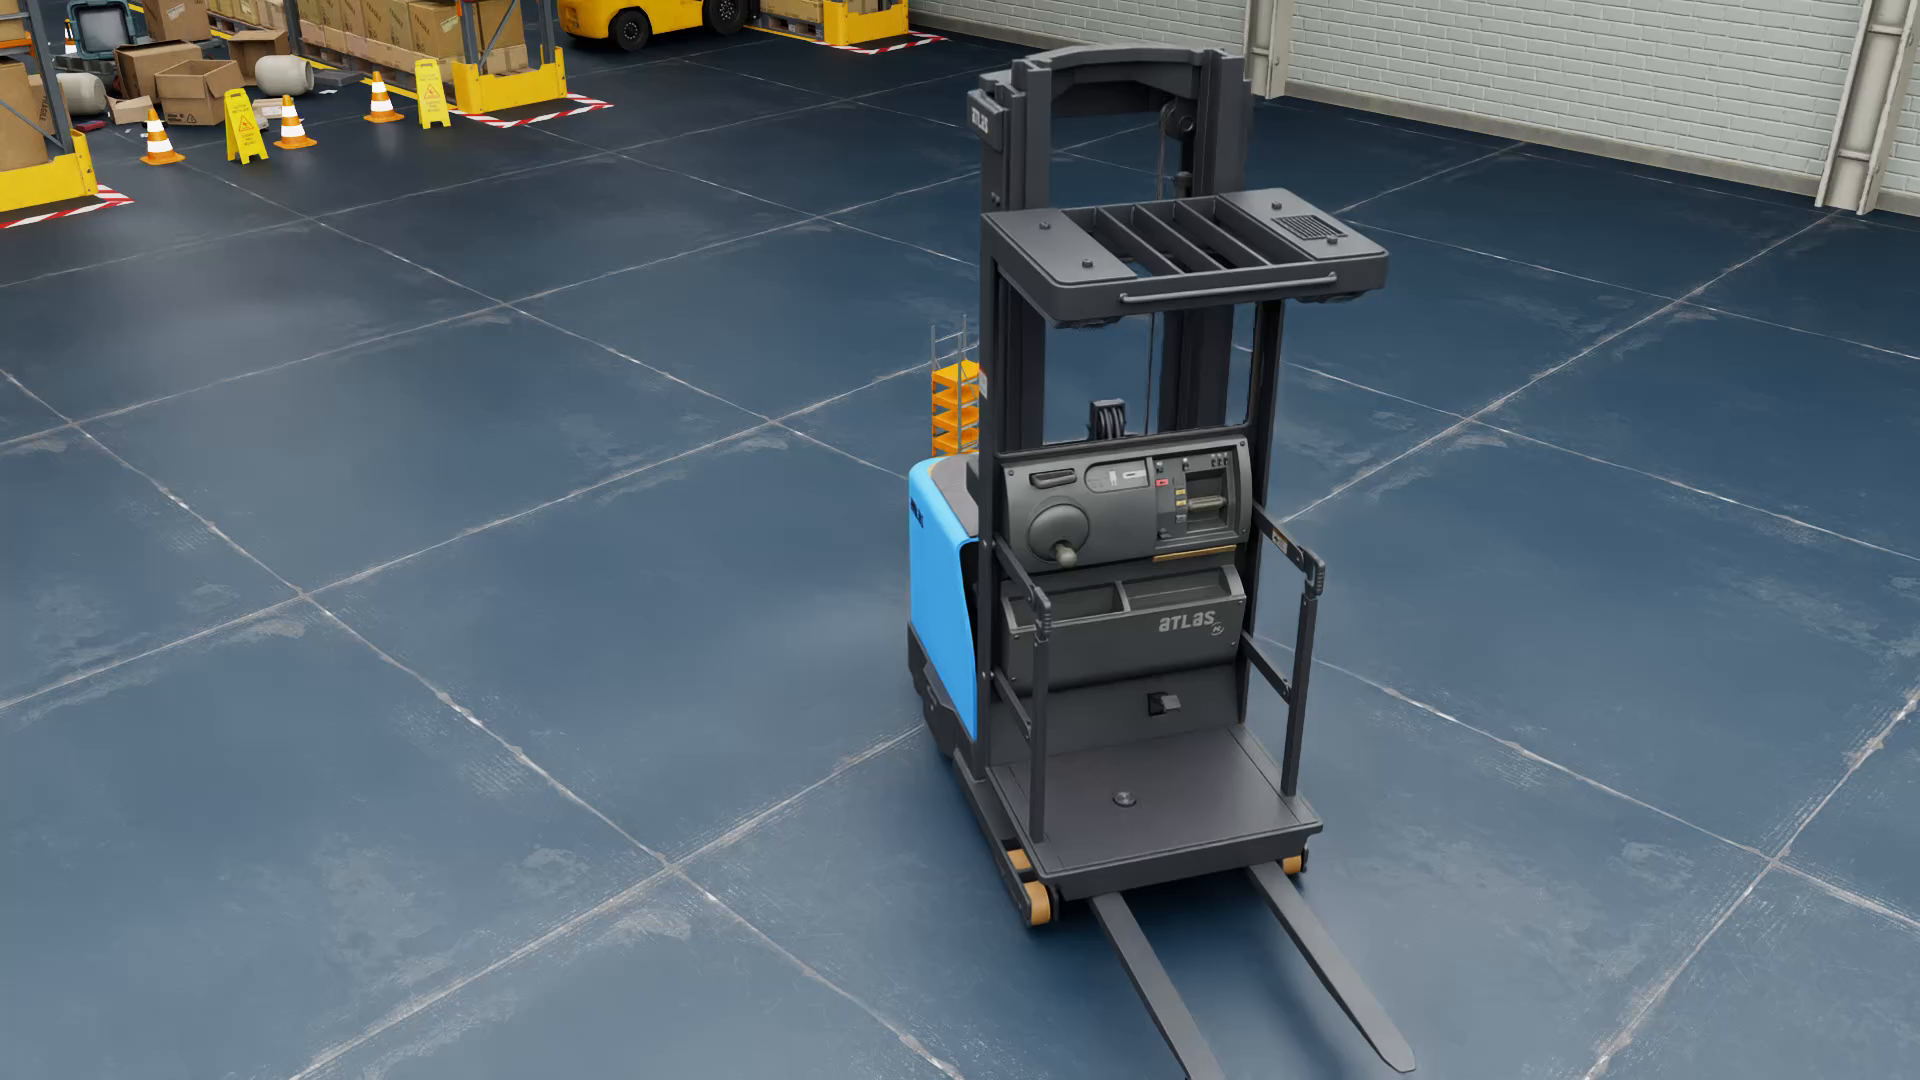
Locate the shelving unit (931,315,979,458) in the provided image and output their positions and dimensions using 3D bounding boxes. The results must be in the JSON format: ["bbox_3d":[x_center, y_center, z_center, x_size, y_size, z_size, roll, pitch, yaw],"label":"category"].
[{"bbox_3d":[0.010,-0.526,8.462,0.189,1.200,0.258,25,36,38],"label":"shelving unit"}]

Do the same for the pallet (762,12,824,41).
[{"bbox_3d":[-1.742,-6.553,20.986,1.213,0.211,1.003,25,36,38],"label":"pallet"}]

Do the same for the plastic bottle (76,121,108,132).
[{"bbox_3d":[-8.614,-4.117,16.514,0.133,0.061,0.283,12,30,22],"label":"plastic bottle"}]

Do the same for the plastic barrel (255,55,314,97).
[{"bbox_3d":[-7.179,-4.935,17.680,0.512,0.421,0.421,-3,28,-5],"label":"plastic barrel"}]

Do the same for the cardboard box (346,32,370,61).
[{"bbox_3d":[-6.497,-5.553,18.590,0.500,0.250,0.500,24,36,38],"label":"cardboard box"}]

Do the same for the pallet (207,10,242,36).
[{"bbox_3d":[-8.927,-6.626,21.124,1.213,0.211,1.003,25,36,38],"label":"pallet"}]

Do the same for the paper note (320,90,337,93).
[{"bbox_3d":[-6.802,-4.836,17.914,0.148,0.019,0.142,12,30,22],"label":"paper note"}]

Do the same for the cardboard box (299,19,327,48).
[{"bbox_3d":[-7.265,-5.895,19.242,0.500,0.250,0.500,23,35,36],"label":"cardboard box"}]

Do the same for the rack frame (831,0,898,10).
[{"bbox_3d":[-1.167,-7.552,19.889,0.127,3.000,1.000,25,36,38],"label":"rack frame"}]

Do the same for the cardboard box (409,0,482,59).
[{"bbox_3d":[-5.399,-5.379,17.454,0.500,0.500,0.500,25,37,39],"label":"cardboard box"}]

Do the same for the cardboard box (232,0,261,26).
[{"bbox_3d":[-8.388,-6.635,20.518,0.950,0.372,0.625,-23,35,-36],"label":"cardboard box"}]

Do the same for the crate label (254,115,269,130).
[{"bbox_3d":[-6.995,-4.105,16.410,0.298,0.136,0.250,7,29,13],"label":"crate label"}]

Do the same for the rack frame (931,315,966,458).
[{"bbox_3d":[-0.055,-0.556,8.519,0.006,1.200,0.240,25,36,38],"label":"rack frame"}]

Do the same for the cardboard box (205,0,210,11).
[{"bbox_3d":[-9.421,-7.111,21.422,0.625,0.372,0.950,24,36,37],"label":"cardboard box"}]

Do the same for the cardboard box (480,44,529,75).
[{"bbox_3d":[-5.026,-5.227,17.971,0.500,0.250,0.500,24,36,38],"label":"cardboard box"}]

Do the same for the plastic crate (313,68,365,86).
[{"bbox_3d":[-6.952,-5.132,18.424,0.583,0.080,0.402,12,30,22],"label":"plastic crate"}]

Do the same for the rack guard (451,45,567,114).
[{"bbox_3d":[-4.699,-4.822,17.383,0.348,0.500,1.175,25,36,38],"label":"rack guard"}]

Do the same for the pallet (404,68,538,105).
[{"bbox_3d":[-5.253,-4.971,17.976,1.213,0.211,1.003,25,36,38],"label":"pallet"}]

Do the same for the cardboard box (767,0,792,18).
[{"bbox_3d":[-2.072,-6.735,20.838,0.500,0.250,0.500,25,36,38],"label":"cardboard box"}]

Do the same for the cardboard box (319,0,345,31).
[{"bbox_3d":[-6.875,-6.056,18.742,0.500,0.500,0.500,-24,36,-37],"label":"cardboard box"}]

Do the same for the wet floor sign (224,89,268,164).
[{"bbox_3d":[-6.634,-3.833,15.347,0.232,0.644,0.267,18,33,30],"label":"wet floor sign"}]

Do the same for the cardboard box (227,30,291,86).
[{"bbox_3d":[-7.687,-5.302,18.293,0.500,0.500,0.500,-3,28,-5],"label":"cardboard box"}]

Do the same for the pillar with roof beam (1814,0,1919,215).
[{"bbox_3d":[4.507,-5.389,9.330,0.400,9.000,9.100,25,36,38],"label":"pillar with roof beam"}]

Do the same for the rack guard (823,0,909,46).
[{"bbox_3d":[-1.150,-6.438,20.456,0.348,0.500,1.175,25,36,38],"label":"rack guard"}]

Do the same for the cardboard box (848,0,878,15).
[{"bbox_3d":[-1.380,-6.746,20.859,0.500,0.250,0.500,25,37,39],"label":"cardboard box"}]

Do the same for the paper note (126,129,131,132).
[{"bbox_3d":[-8.220,-4.043,16.428,0.032,0.001,0.123,-7,29,-14],"label":"paper note"}]

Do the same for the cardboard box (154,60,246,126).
[{"bbox_3d":[-7.672,-4.531,16.827,0.637,0.503,0.797,2,28,4],"label":"cardboard box"}]

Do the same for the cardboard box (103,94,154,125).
[{"bbox_3d":[-8.378,-4.373,16.781,0.396,0.266,0.258,-18,33,-31],"label":"cardboard box"}]

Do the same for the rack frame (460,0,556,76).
[{"bbox_3d":[-4.645,-5.903,16.754,0.127,3.000,1.000,25,36,38],"label":"rack frame"}]

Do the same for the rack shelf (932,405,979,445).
[{"bbox_3d":[0.010,-0.593,8.427,0.180,0.103,0.258,25,36,38],"label":"rack shelf"}]

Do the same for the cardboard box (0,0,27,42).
[{"bbox_3d":[-8.339,-4.400,13.734,0.550,0.550,0.875,25,36,38],"label":"cardboard box"}]

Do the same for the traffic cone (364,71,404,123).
[{"bbox_3d":[-5.856,-4.493,16.797,0.334,0.463,0.336,25,36,38],"label":"traffic cone"}]

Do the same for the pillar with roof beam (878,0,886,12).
[{"bbox_3d":[-4.050,-9.305,16.777,0.400,9.000,9.100,25,36,38],"label":"pillar with roof beam"}]

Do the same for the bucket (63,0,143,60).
[{"bbox_3d":[-9.182,-5.477,17.828,0.726,0.611,0.620,-13,20,-22],"label":"bucket"}]

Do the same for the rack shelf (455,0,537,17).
[{"bbox_3d":[-6.071,-6.237,18.162,4.000,0.370,1.077,25,36,38],"label":"rack shelf"}]

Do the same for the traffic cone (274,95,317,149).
[{"bbox_3d":[-6.391,-4.013,15.885,0.334,0.463,0.336,25,36,38],"label":"traffic cone"}]

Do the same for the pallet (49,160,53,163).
[{"bbox_3d":[-8.668,-3.228,14.663,1.213,0.211,1.003,25,36,38],"label":"pallet"}]

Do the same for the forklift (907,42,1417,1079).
[{"bbox_3d":[0.671,-0.093,5.778,1.130,2.935,3.031,-8,29,-14],"label":"forklift"}]

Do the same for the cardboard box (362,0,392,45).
[{"bbox_3d":[-6.128,-5.715,18.093,0.500,0.500,0.500,24,36,37],"label":"cardboard box"}]

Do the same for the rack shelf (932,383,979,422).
[{"bbox_3d":[0.010,-0.699,8.371,0.180,0.103,0.258,25,36,38],"label":"rack shelf"}]

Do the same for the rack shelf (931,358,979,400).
[{"bbox_3d":[0.010,-0.806,8.315,0.180,0.103,0.258,25,36,38],"label":"rack shelf"}]

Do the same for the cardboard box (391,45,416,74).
[{"bbox_3d":[-5.773,-5.218,17.954,0.500,0.250,0.500,25,37,39],"label":"cardboard box"}]

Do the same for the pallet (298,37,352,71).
[{"bbox_3d":[-6.993,-5.767,19.491,1.213,0.211,1.003,25,36,38],"label":"pallet"}]

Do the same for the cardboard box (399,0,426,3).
[{"bbox_3d":[-5.708,-5.764,17.489,0.380,0.149,0.250,-24,36,-38],"label":"cardboard box"}]
